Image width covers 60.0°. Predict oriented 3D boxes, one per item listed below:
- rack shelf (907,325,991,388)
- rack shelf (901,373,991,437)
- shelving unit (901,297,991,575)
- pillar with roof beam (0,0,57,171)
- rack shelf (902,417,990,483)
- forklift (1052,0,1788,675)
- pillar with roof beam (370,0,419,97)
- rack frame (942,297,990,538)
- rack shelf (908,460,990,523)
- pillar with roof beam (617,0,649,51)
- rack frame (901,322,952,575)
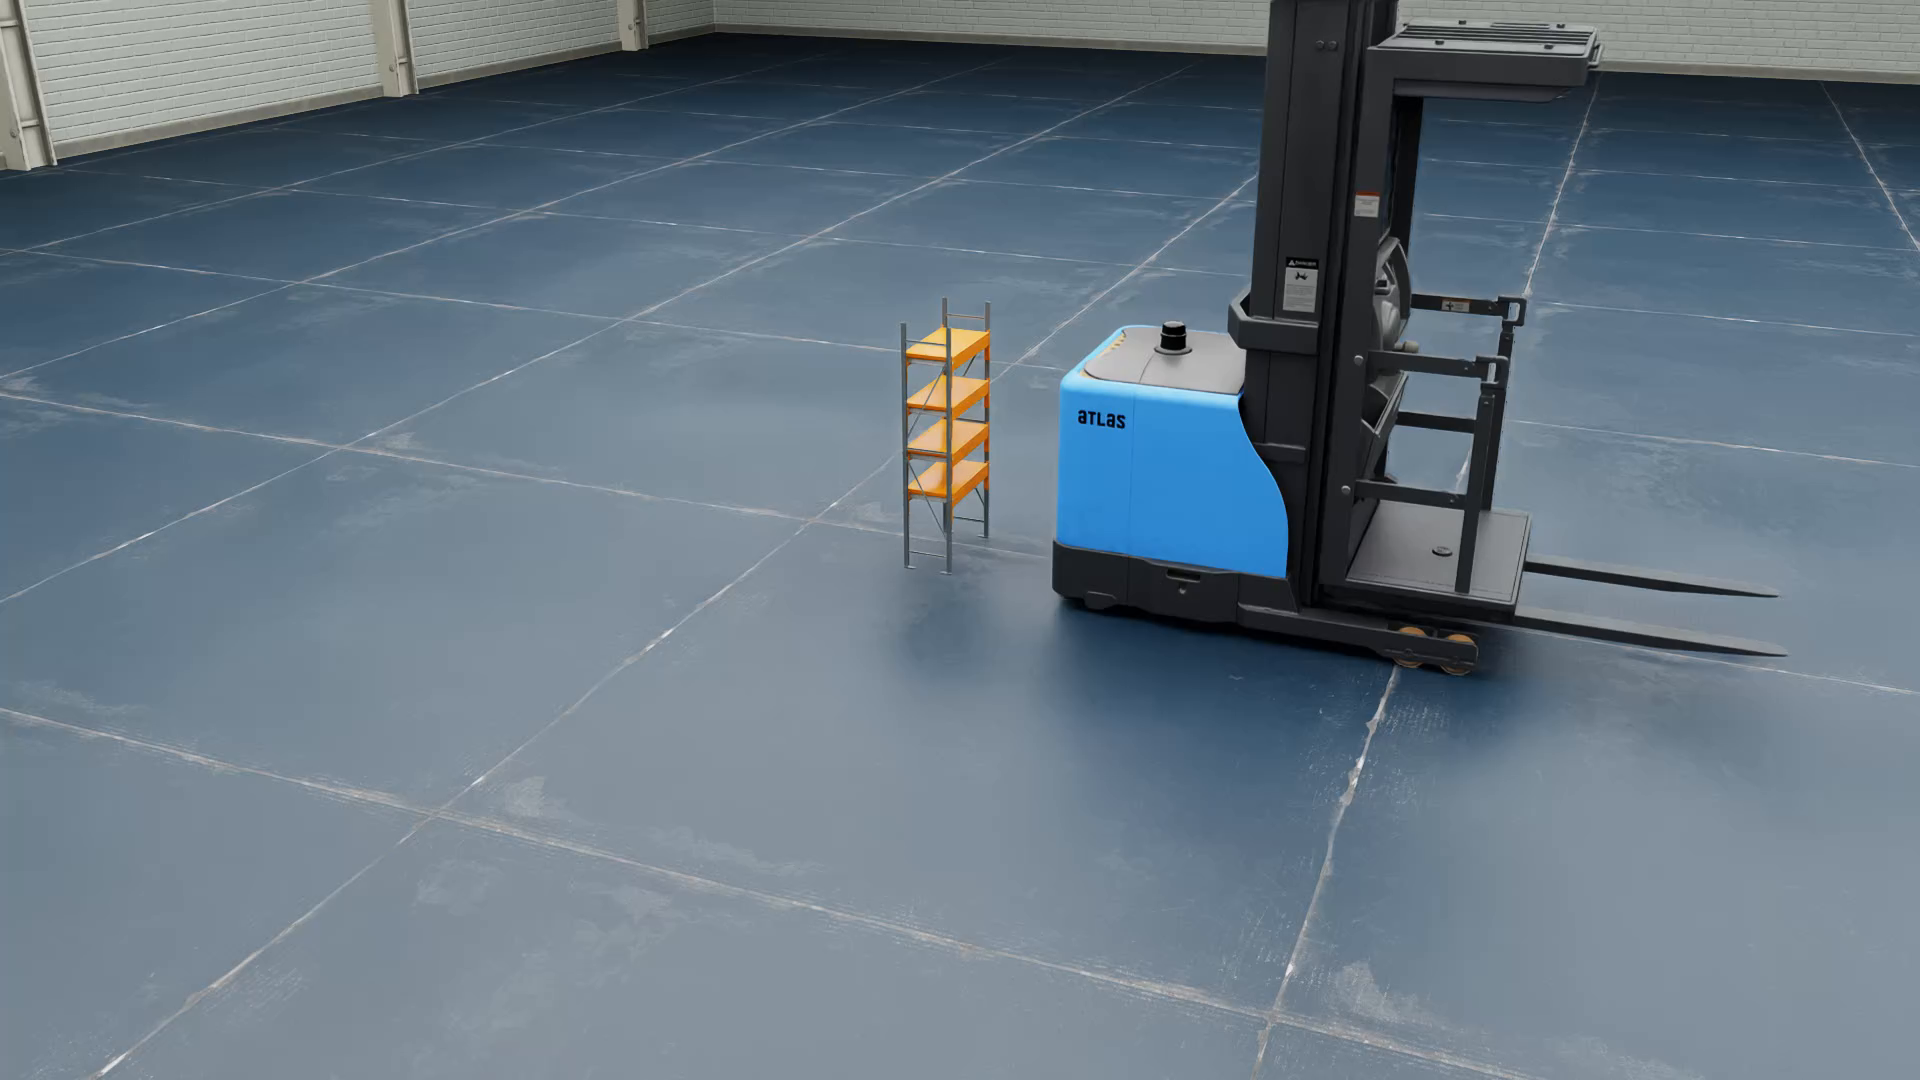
[{"bbox_3d":[-0.062,-0.857,7.725,0.258,0.148,0.480,9,24,20],"label":"rack shelf"},{"bbox_3d":[-0.062,-0.639,7.817,0.258,0.148,0.480,9,24,20],"label":"rack shelf"},{"bbox_3d":[-0.061,-0.494,7.877,0.258,1.200,0.503,9,24,20],"label":"shelving unit"},{"bbox_3d":[-5.962,-7.543,14.632,9.100,9.000,0.400,9,24,20],"label":"pillar with roof beam"},{"bbox_3d":[-0.061,-0.432,7.903,0.258,0.148,0.480,9,24,20],"label":"rack shelf"},{"bbox_3d":[1.988,-1.023,6.896,3.031,2.935,1.130,9,24,20],"label":"forklift"},{"bbox_3d":[-3.733,-9.690,19.773,9.100,9.000,0.400,9,24,20],"label":"pillar with roof beam"},{"bbox_3d":[0.029,-0.582,8.086,0.240,1.200,0.015,9,24,20],"label":"rack frame"},{"bbox_3d":[-0.061,-0.249,7.979,0.258,0.148,0.480,9,24,20],"label":"rack shelf"},{"bbox_3d":[-1.505,-11.837,24.913,9.100,9.000,0.400,9,24,20],"label":"pillar with roof beam"},{"bbox_3d":[-0.152,-0.407,7.668,0.240,1.200,0.015,9,24,20],"label":"rack frame"}]
